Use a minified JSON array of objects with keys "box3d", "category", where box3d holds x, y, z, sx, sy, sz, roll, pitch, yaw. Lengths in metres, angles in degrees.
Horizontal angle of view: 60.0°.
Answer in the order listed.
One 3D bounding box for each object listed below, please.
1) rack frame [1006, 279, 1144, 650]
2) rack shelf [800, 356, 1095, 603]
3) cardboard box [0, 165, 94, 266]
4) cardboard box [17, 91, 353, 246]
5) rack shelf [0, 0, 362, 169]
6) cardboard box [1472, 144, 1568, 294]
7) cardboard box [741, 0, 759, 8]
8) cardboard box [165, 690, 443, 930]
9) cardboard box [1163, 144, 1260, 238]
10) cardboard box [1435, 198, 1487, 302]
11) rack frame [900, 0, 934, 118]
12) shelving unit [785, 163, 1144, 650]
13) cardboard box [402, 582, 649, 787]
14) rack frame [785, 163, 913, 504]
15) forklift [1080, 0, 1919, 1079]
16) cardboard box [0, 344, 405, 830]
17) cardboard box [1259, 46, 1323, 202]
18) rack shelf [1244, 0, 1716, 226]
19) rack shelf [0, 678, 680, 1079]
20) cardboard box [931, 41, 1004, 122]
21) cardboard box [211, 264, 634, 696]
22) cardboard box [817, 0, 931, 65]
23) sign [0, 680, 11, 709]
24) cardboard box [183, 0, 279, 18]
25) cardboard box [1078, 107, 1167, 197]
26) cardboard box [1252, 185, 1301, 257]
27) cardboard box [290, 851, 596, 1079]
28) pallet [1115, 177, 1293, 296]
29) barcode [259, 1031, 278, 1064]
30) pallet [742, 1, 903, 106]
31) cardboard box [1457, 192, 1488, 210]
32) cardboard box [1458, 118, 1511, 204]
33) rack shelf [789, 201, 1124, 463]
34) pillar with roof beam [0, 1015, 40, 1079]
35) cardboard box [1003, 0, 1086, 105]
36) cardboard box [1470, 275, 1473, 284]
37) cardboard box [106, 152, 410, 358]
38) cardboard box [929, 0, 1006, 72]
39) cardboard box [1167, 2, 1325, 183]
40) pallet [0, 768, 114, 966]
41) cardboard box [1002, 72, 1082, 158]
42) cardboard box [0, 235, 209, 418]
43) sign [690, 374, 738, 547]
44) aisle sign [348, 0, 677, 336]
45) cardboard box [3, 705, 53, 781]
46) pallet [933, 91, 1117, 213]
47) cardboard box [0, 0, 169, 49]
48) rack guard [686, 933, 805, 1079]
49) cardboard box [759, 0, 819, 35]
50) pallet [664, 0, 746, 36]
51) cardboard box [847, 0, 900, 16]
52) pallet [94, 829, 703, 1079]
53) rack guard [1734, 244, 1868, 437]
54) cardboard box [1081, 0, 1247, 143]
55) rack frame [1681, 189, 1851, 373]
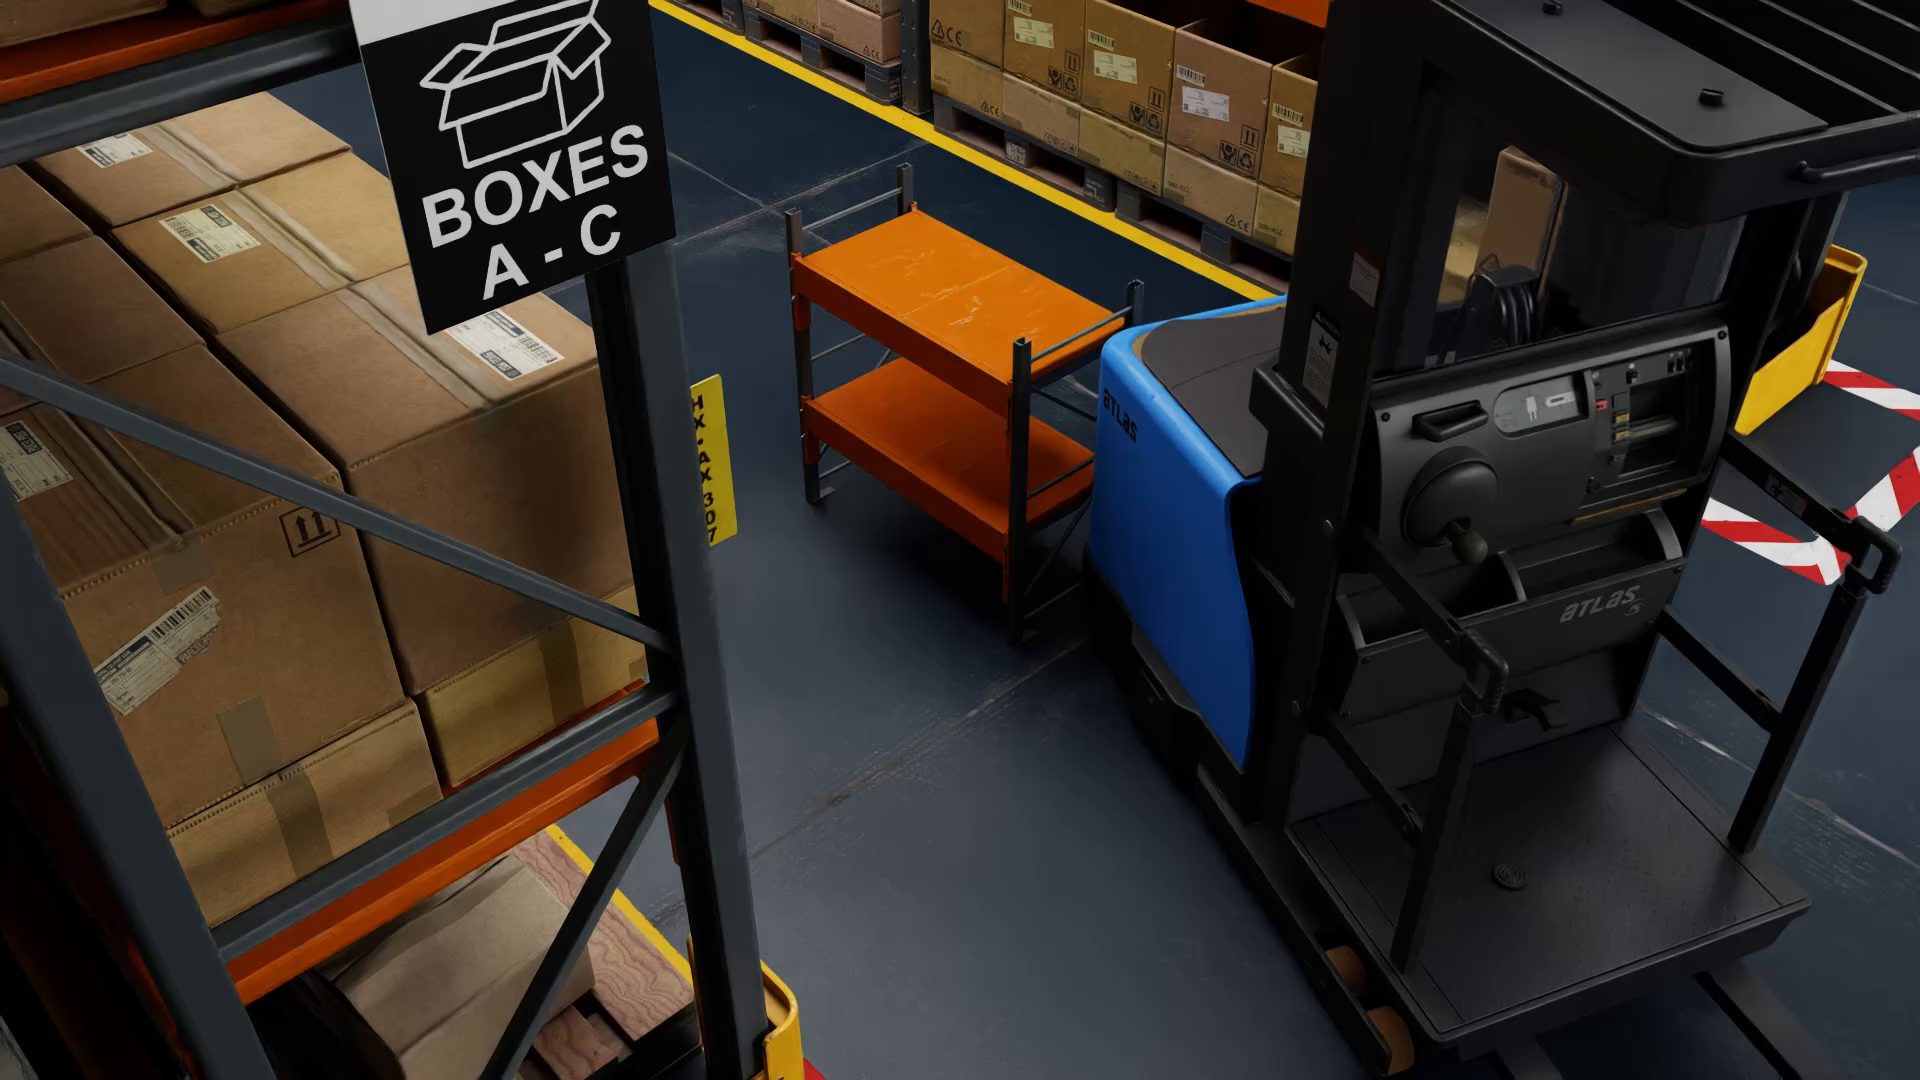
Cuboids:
[{"box3d":[0.339,-0.205,5.033,0.500,1.125,0.032,-30,48,-32],"category":"rack frame"},{"box3d":[-0.005,-0.251,5.478,0.538,0.278,1.000,-30,48,-32],"category":"rack shelf"},{"box3d":[-1.983,-0.395,3.283,0.500,0.500,0.500,-31,48,-33],"category":"cardboard box"},{"box3d":[-1.595,-0.616,3.557,0.500,0.500,0.500,-32,49,-33],"category":"cardboard box"},{"box3d":[-2.174,-1.364,3.161,1.077,0.370,4.000,-30,48,-32],"category":"rack shelf"},{"box3d":[2.243,-1.166,5.988,0.500,0.500,0.500,-30,48,-32],"category":"cardboard box"},{"box3d":[-1.062,-3.144,9.033,0.500,0.250,0.500,-29,47,-31],"category":"cardboard box"},{"box3d":[-1.281,0.365,2.939,0.500,0.250,0.500,-29,47,-31],"category":"cardboard box"},{"box3d":[1.221,-1.564,7.077,0.500,0.250,0.500,-30,48,-32],"category":"cardboard box"},{"box3d":[1.897,-1.101,6.504,0.500,0.250,0.500,-30,48,-32],"category":"cardboard box"},{"box3d":[0.119,-3.510,7.633,1.000,3.000,0.127,-30,48,-32],"category":"rack frame"},{"box3d":[-0.005,-0.441,5.325,0.538,1.125,1.048,-30,48,-32],"category":"shelving unit"},{"box3d":[-0.918,0.138,3.219,0.500,0.250,0.500,-31,48,-33],"category":"cardboard box"},{"box3d":[-0.348,-0.676,5.616,0.500,1.125,0.032,-30,48,-32],"category":"rack frame"},{"box3d":[1.392,-0.140,3.515,1.130,2.935,3.031,-14,41,-17],"category":"forklift"},{"box3d":[-1.297,0.079,2.695,0.500,0.500,0.500,-31,48,-32],"category":"cardboard box"},{"box3d":[1.556,-1.622,6.553,0.500,0.500,0.500,-30,48,-32],"category":"cardboard box"},{"box3d":[1.472,-2.304,6.713,1.077,0.370,4.000,-30,48,-32],"category":"rack shelf"},{"box3d":[-2.174,-0.198,4.104,1.077,0.370,4.000,-30,48,-32],"category":"rack shelf"},{"box3d":[0.210,-2.260,7.939,0.500,0.250,0.500,-30,48,-32],"category":"cardboard box"},{"box3d":[-0.923,-0.142,2.969,0.500,0.500,0.500,-30,48,-32],"category":"cardboard box"},{"box3d":[-0.375,-2.672,8.450,0.500,0.250,0.500,-30,48,-32],"category":"cardboard box"},{"box3d":[-1.244,0.101,1.988,0.100,0.325,0.005,-30,48,-32],"category":"sign"},{"box3d":[-0.864,-1.026,2.075,0.500,0.500,0.500,-29,47,-31],"category":"cardboard box"},{"box3d":[0.878,-1.793,7.361,0.500,0.250,0.500,-30,48,-32],"category":"cardboard box"},{"box3d":[1.558,-1.332,6.790,0.500,0.250,0.500,-30,48,-32],"category":"cardboard box"},{"box3d":[-1.223,0.965,3.882,0.500,0.311,0.500,29,47,31],"category":"cardboard box"},{"box3d":[1.456,-1.474,7.332,1.003,0.211,1.213,-30,48,-32],"category":"pallet"},{"box3d":[-1.530,1.123,3.679,0.001,0.075,0.075,-30,48,-32],"category":"barcode"},{"box3d":[-0.408,-2.749,8.910,1.003,0.211,1.213,-30,48,-32],"category":"pallet"},{"box3d":[2.285,-1.325,6.781,0.500,0.250,0.500,-30,48,-32],"category":"cardboard box"},{"box3d":[2.286,-1.617,6.547,0.500,0.500,0.500,-30,48,-32],"category":"cardboard box"},{"box3d":[-0.005,-0.668,5.141,0.538,0.278,1.000,-30,48,-32],"category":"rack shelf"},{"box3d":[1.239,-3.671,3.058,9.100,9.000,0.400,-30,48,-32],"category":"pillar with roof beam"},{"box3d":[0.546,-2.320,7.416,0.500,0.500,0.500,-30,48,-32],"category":"cardboard box"},{"box3d":[2.244,-0.875,6.224,0.500,0.250,0.500,-30,48,-32],"category":"cardboard box"},{"box3d":[-1.250,-0.375,3.257,0.500,0.500,0.500,-30,48,-32],"category":"cardboard box"},{"box3d":[0.202,-2.548,7.698,0.500,0.500,0.500,-30,48,-32],"category":"cardboard box"},{"box3d":[1.218,-1.854,6.840,0.500,0.500,0.500,-30,48,-32],"category":"cardboard box"},{"box3d":[-2.217,0.542,4.835,1.003,0.211,1.213,-30,48,-32],"category":"pallet"},{"box3d":[0.544,-2.026,7.650,0.500,0.250,0.500,-30,48,-32],"category":"cardboard box"},{"box3d":[-1.630,-0.158,2.989,0.500,0.500,0.500,-29,47,-31],"category":"cardboard box"},{"box3d":[-0.422,-0.119,2.745,0.100,0.325,0.005,-30,48,-32],"category":"sign"},{"box3d":[-0.552,-0.657,2.032,0.394,0.787,0.004,-30,48,-32],"category":"aisle sign"},{"box3d":[-1.639,0.129,3.231,0.500,0.250,0.500,-29,47,-31],"category":"cardboard box"},{"box3d":[0.626,-2.039,8.031,1.003,0.211,1.213,-30,48,-32],"category":"pallet"},{"box3d":[-1.290,-0.851,1.858,0.500,0.500,0.500,-26,46,-29],"category":"cardboard box"},{"box3d":[-0.873,1.385,3.561,1.175,0.500,0.348,-30,48,-32],"category":"rack guard"},{"box3d":[-0.716,-2.907,8.740,0.500,0.250,0.500,-31,48,-32],"category":"cardboard box"},{"box3d":[-1.237,-3.314,9.610,1.003,0.211,1.213,-30,48,-32],"category":"pallet"},{"box3d":[-0.366,-2.887,8.270,0.500,0.311,0.500,-30,48,-32],"category":"cardboard box"},{"box3d":[-1.396,1.107,4.136,1.003,0.211,1.213,-30,48,-32],"category":"pallet"},{"box3d":[2.841,-0.675,6.112,1.175,0.500,0.348,-30,48,-32],"category":"rack guard"},{"box3d":[0.879,-2.085,7.126,0.500,0.500,0.500,-30,48,-32],"category":"cardboard box"},{"box3d":[2.825,-1.659,5.340,1.000,3.000,0.127,-30,48,-32],"category":"rack frame"}]
